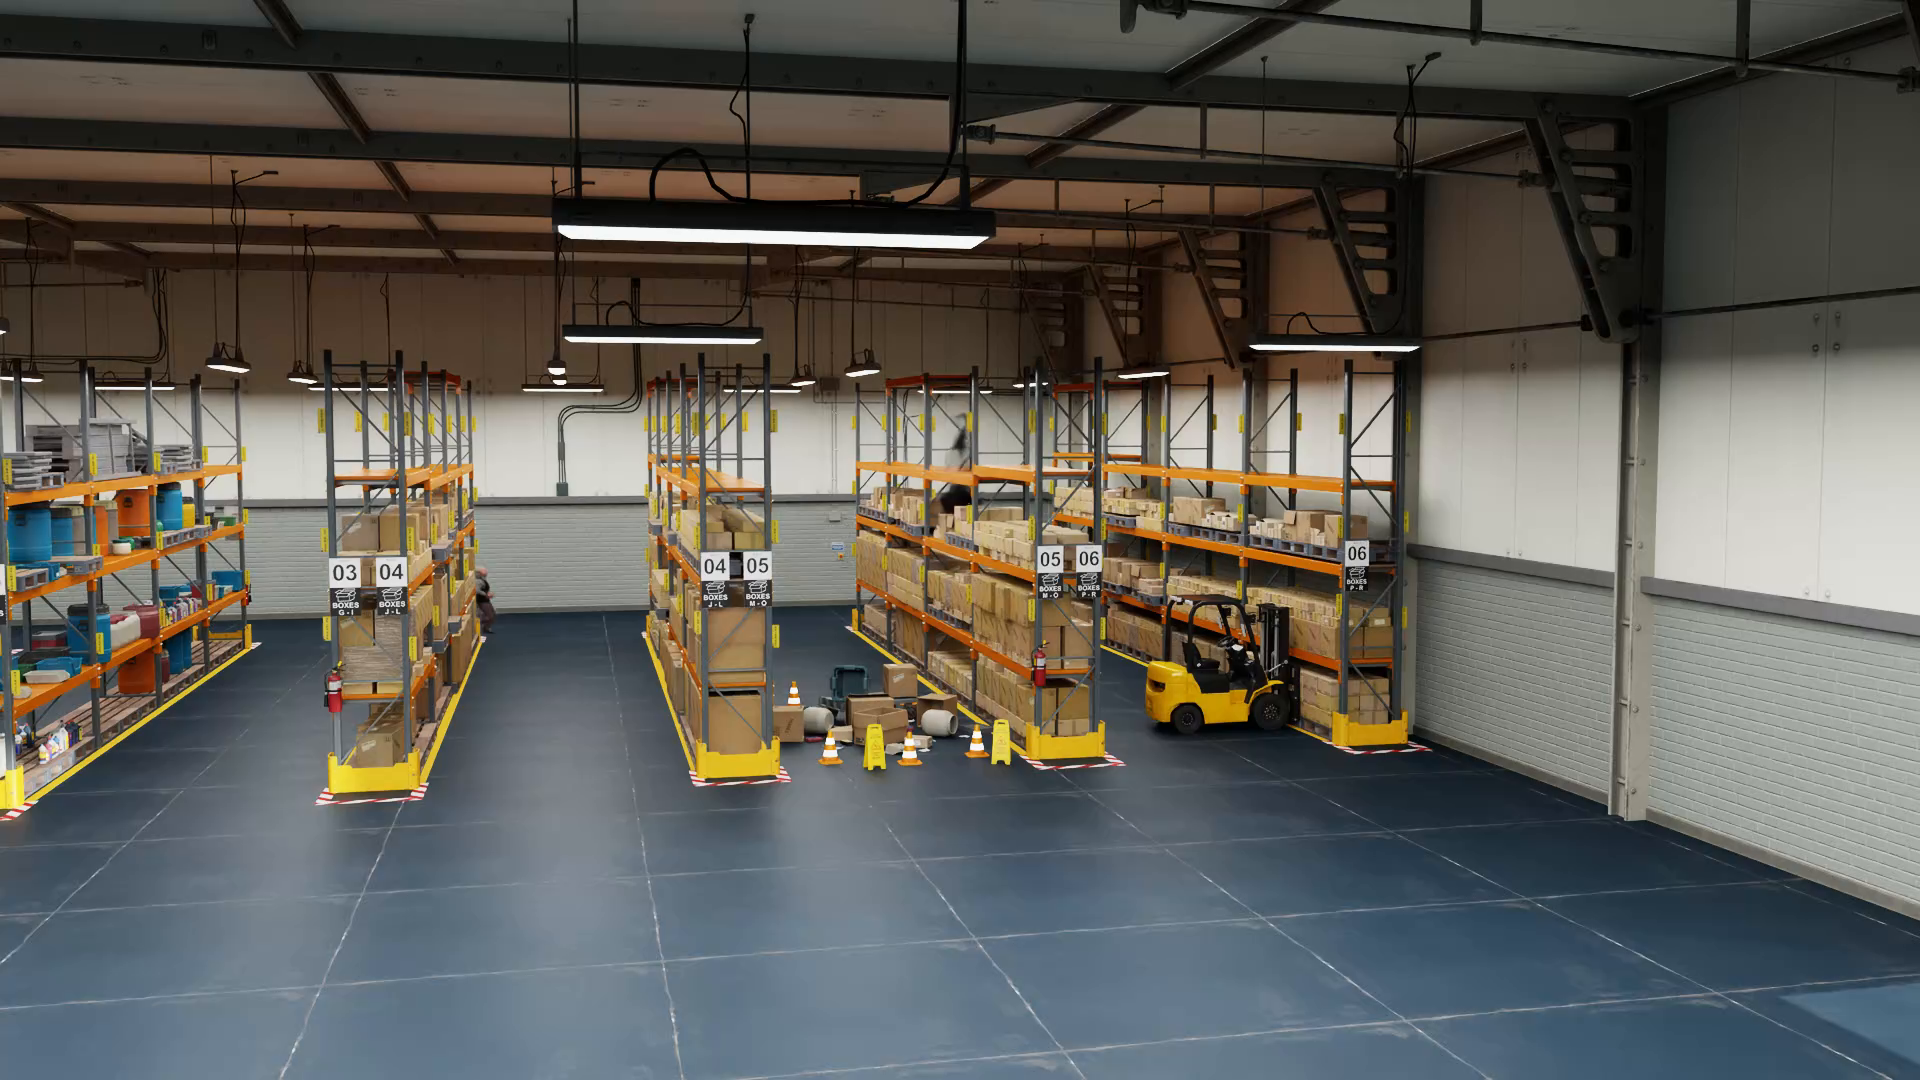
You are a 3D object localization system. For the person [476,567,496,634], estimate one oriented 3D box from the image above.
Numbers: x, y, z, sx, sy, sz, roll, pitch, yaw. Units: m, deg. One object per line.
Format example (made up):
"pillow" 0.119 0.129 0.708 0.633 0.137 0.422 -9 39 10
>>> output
"person" -11.351 1.450 39.459 0.596 1.650 0.673 -1 4 -13
